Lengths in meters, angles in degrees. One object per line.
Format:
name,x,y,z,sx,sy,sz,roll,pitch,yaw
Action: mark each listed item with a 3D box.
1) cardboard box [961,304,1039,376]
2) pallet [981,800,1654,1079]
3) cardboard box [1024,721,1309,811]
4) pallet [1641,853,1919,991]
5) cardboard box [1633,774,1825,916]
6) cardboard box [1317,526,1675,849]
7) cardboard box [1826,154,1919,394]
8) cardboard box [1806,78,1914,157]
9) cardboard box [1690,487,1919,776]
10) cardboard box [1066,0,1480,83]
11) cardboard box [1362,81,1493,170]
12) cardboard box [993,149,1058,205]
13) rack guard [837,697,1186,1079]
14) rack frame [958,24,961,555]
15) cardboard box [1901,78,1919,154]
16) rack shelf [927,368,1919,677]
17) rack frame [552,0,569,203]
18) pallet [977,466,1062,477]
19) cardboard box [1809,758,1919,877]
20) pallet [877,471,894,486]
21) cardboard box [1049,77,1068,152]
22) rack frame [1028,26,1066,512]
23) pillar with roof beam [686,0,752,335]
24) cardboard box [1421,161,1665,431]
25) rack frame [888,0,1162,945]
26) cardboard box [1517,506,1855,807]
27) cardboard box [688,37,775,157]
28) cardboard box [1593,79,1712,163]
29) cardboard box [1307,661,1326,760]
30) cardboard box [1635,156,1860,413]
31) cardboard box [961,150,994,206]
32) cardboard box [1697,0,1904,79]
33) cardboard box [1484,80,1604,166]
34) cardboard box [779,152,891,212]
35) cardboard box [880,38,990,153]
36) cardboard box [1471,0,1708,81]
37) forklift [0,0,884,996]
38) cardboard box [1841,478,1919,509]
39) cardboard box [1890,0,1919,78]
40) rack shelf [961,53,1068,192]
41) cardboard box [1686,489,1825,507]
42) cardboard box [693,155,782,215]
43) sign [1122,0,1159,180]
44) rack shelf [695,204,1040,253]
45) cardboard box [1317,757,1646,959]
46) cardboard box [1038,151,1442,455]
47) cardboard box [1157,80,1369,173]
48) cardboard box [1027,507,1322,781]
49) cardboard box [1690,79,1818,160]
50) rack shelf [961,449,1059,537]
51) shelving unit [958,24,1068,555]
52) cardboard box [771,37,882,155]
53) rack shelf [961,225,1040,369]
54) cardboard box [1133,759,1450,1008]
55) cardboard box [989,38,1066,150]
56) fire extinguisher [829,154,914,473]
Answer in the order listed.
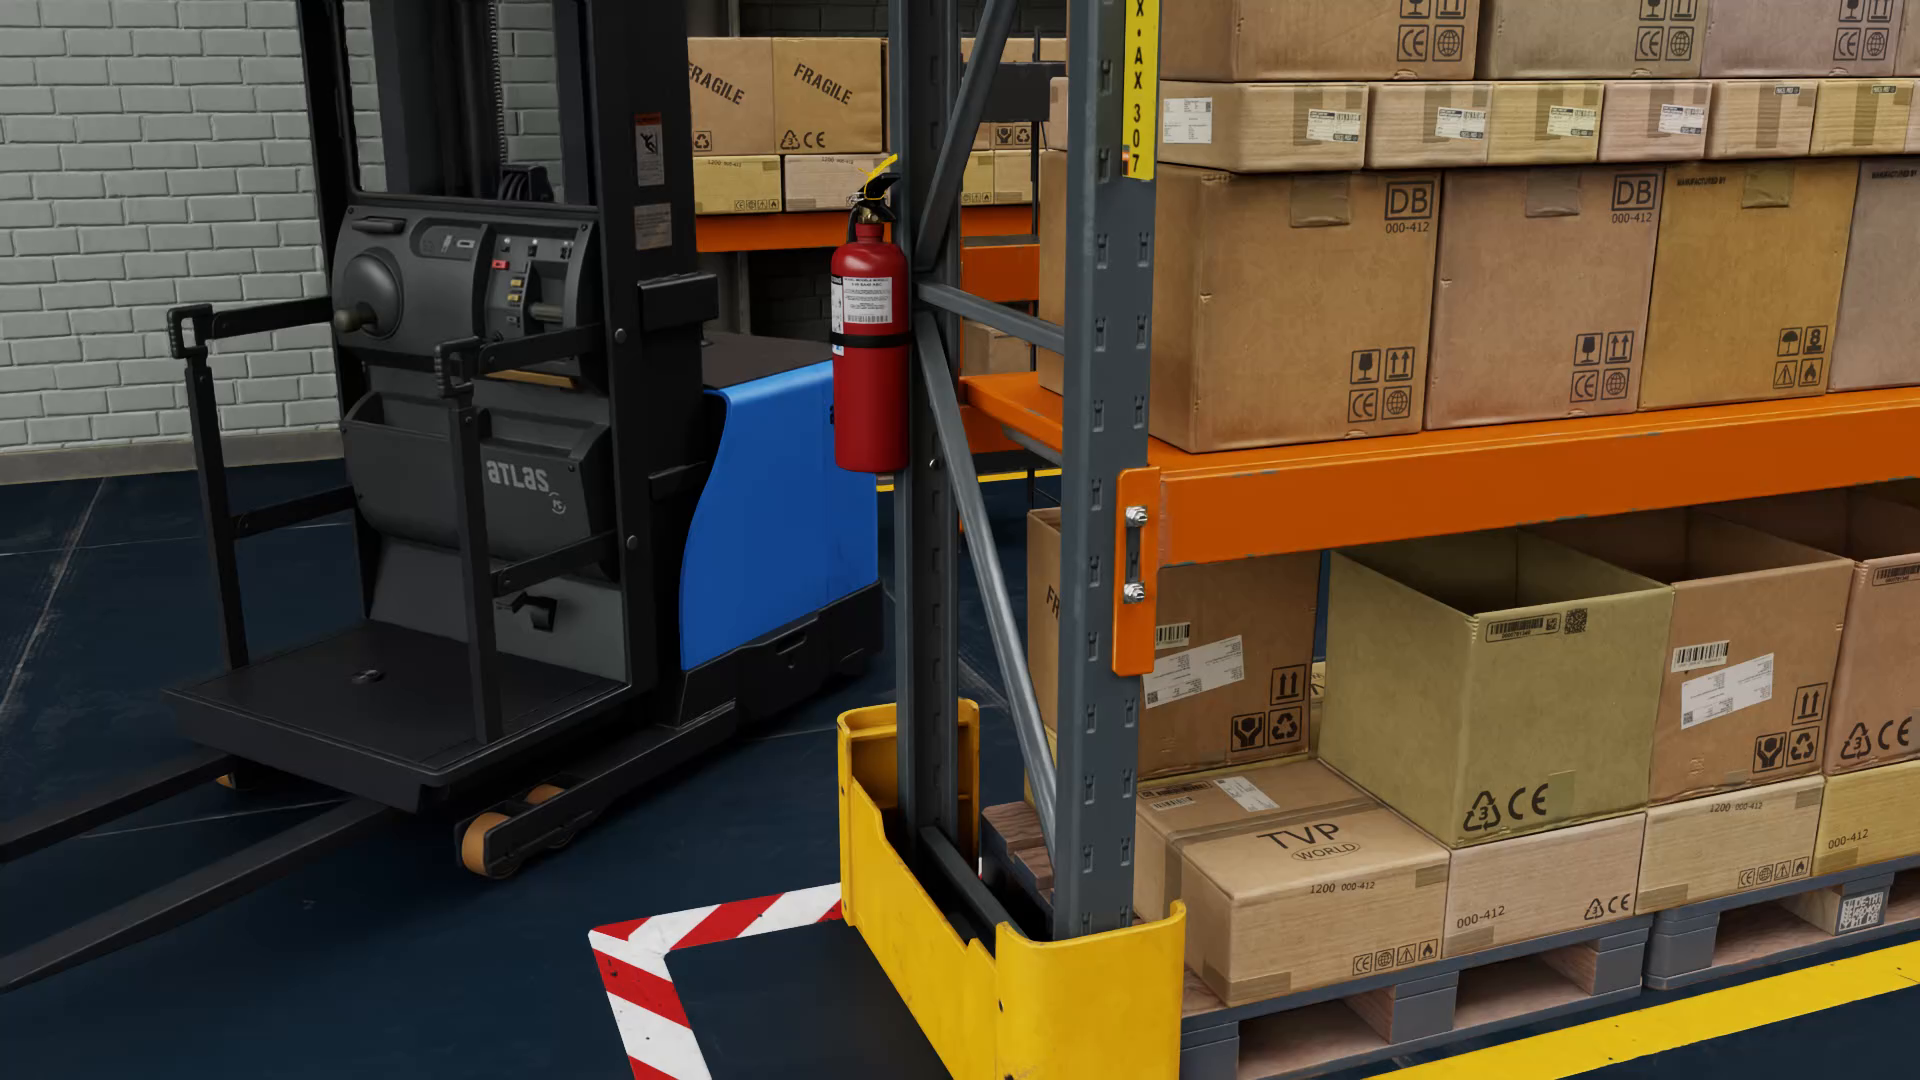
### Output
cardboard box,0.223,-0.896,8.483,0.500,0.500,0.700,-7,18,-24
pallet,0.784,0.832,3.889,1.213,0.211,1.003,-6,17,-20
cardboard box,0.480,0.569,3.973,0.500,0.250,0.500,-6,17,-20
pallet,1.922,0.710,4.304,1.213,0.211,1.003,-6,17,-20
cardboard box,1.598,0.603,3.855,0.500,0.250,0.500,-6,17,-20
cardboard box,1.132,0.294,3.577,0.500,0.500,0.500,-6,17,-20
cardboard box,1.970,-0.666,3.865,0.500,0.500,0.700,-6,17,-18
cardboard box,1.730,-0.890,3.476,0.250,0.149,0.380,-6,18,-21
cardboard box,2.067,0.195,3.916,0.500,0.500,0.500,-6,17,-20
cardboard box,0.575,-1.137,3.166,0.500,0.500,0.700,-6,17,-20
cardboard box,0.774,-0.787,3.125,0.250,0.149,0.380,-7,18,-22
cardboard box,0.309,-1.780,8.066,0.500,0.250,0.500,-6,17,-20
rack guard,0.063,0.784,3.540,0.348,0.500,1.175,-6,17,-20
rack frame,-0.073,-1.000,6.775,0.015,2.100,0.400,-6,17,-20
cardboard box,1.964,-0.914,3.559,0.250,0.149,0.380,-6,17,-20
rack shelf,1.953,-0.274,3.984,4.000,0.370,1.077,-6,17,-20
rack frame,-1.691,-1.720,7.633,0.127,3.000,1.000,-6,17,-20
pallet,0.289,-0.585,8.714,1.213,0.211,1.003,-6,17,-20
cardboard box,2.067,0.554,4.022,0.500,0.250,0.500,-6,17,-20
pallet,-0.849,-0.463,8.299,1.213,0.211,1.003,-6,17,-20
cardboard box,0.374,-0.865,3.392,0.250,0.149,0.380,-6,18,-21
rack frame,0.382,-1.049,6.943,0.015,2.100,0.400,-6,17,-20
pillar with roof beam,0.194,-3.764,3.946,0.400,9.000,9.100,-6,17,-20
cardboard box,1.014,-0.563,3.515,0.500,0.500,0.700,-6,17,-19
rack frame,0.085,-0.417,3.196,0.127,3.000,1.000,-6,17,-20
cardboard box,1.594,0.240,3.760,0.500,0.500,0.500,-6,17,-20
cardboard box,-1.138,-1.987,7.440,0.500,0.500,0.500,-6,17,-20
cardboard box,1.244,-0.836,3.294,0.250,0.149,0.380,-6,18,-21
cardboard box,0.943,0.515,4.155,0.500,0.250,0.500,-6,17,-20
cardboard box,1.480,-0.612,3.681,0.500,0.500,0.700,-6,17,-20
cardboard box,-0.164,-1.730,7.895,0.500,0.250,0.500,-6,18,-21
cardboard box,1.535,-1.242,3.525,0.500,0.500,0.700,-6,17,-20
cardboard box,1.007,-0.812,3.210,0.250,0.149,0.380,-6,17,-20
cardboard box,-0.642,-1.680,7.725,0.500,0.250,0.500,-7,18,-22
cardboard box,-0.188,-2.084,7.773,0.500,0.500,0.500,-7,18,-22
cardboard box,1.064,-1.191,3.351,0.500,0.500,0.700,-7,18,-22
forklift,-1.452,-0.700,4.282,1.130,2.935,3.031,10,19,30
cardboard box,2.529,0.140,4.101,0.500,0.500,0.500,-6,17,-20
cardboard box,2.002,-1.293,3.697,0.500,0.500,0.700,-6,17,-20
rack shelf,0.155,-1.683,6.666,0.480,0.518,0.431,-6,17,-20
cardboard box,1.875,0.053,4.396,0.500,0.500,0.500,-6,17,-20
cardboard box,-1.122,-1.624,7.534,0.500,0.250,0.500,-7,18,-22
sign,0.278,-0.724,2.563,0.005,0.325,0.100,-6,17,-20
rack shelf,0.177,-1.577,8.421,4.000,0.370,1.077,-6,17,-20
cardboard box,1.131,0.653,3.684,0.500,0.250,0.500,-6,17,-20
cardboard box,0.526,-0.509,3.331,0.500,0.500,0.700,-6,17,-20
cardboard box,0.528,-0.760,3.032,0.250,0.149,0.380,-6,18,-20
cardboard box,0.479,0.208,3.869,0.500,0.500,0.500,-6,17,-20
cardboard box,1.492,-0.864,3.388,0.250,0.149,0.380,-7,18,-22
rack shelf,0.155,-0.339,7.060,0.480,0.518,0.431,-6,17,-20
shelving unit,0.155,-1.024,6.859,0.503,2.100,0.431,-6,17,-20
cardboard box,-0.673,-2.034,7.601,0.500,0.500,0.500,-6,17,-20
rack shelf,0.155,-1.011,6.863,0.480,0.518,0.431,-6,17,-20
cardboard box,0.665,0.705,3.509,0.500,0.250,0.500,-6,17,-20
cardboard box,0.290,-2.140,7.961,0.500,0.500,0.500,-6,17,-18
fire extinguisher,-0.192,-0.491,3.582,0.183,0.674,0.296,-6,17,-20
